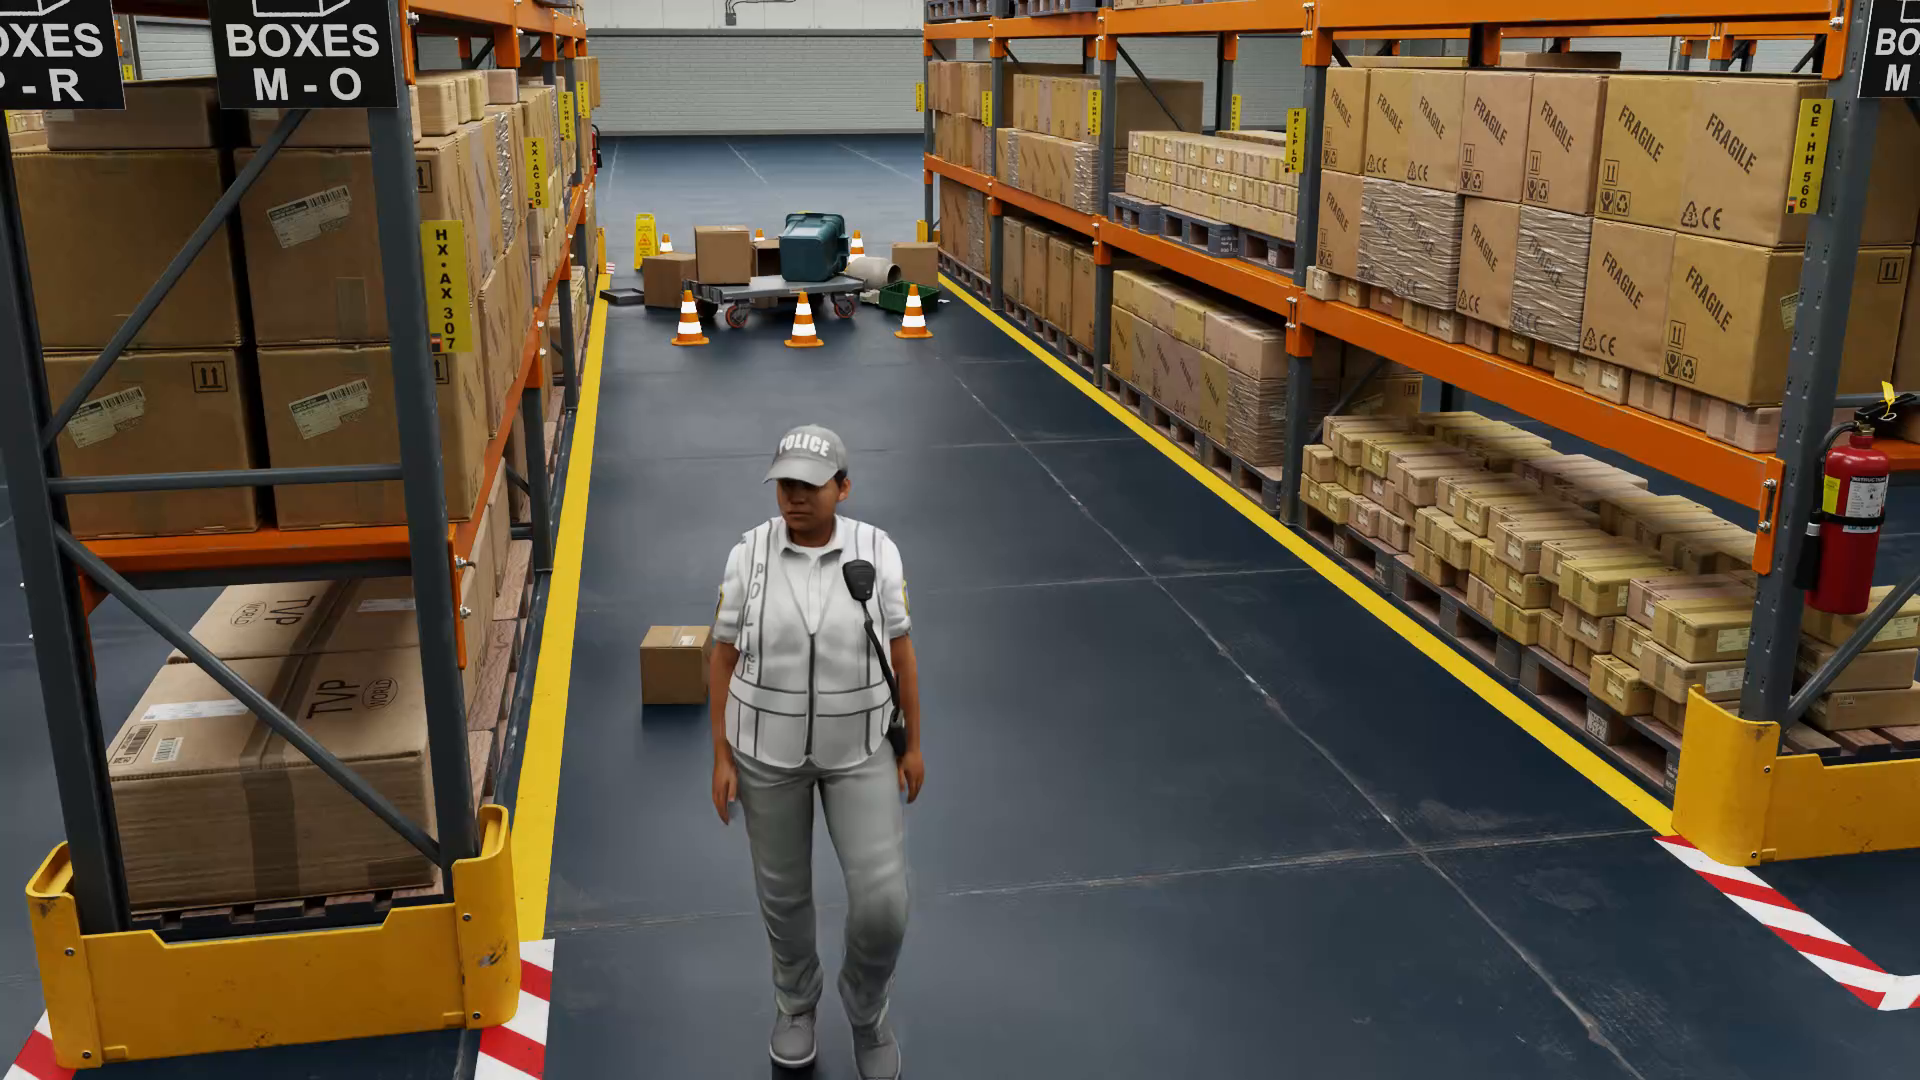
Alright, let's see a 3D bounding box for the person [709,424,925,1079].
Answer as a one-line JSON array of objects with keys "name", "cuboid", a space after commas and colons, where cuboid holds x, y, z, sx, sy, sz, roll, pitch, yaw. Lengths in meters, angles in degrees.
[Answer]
[{"name": "person", "cuboid": [-0.352, 0.573, 4.102, 0.530, 1.709, 0.470, 0, 16, -1]}]
